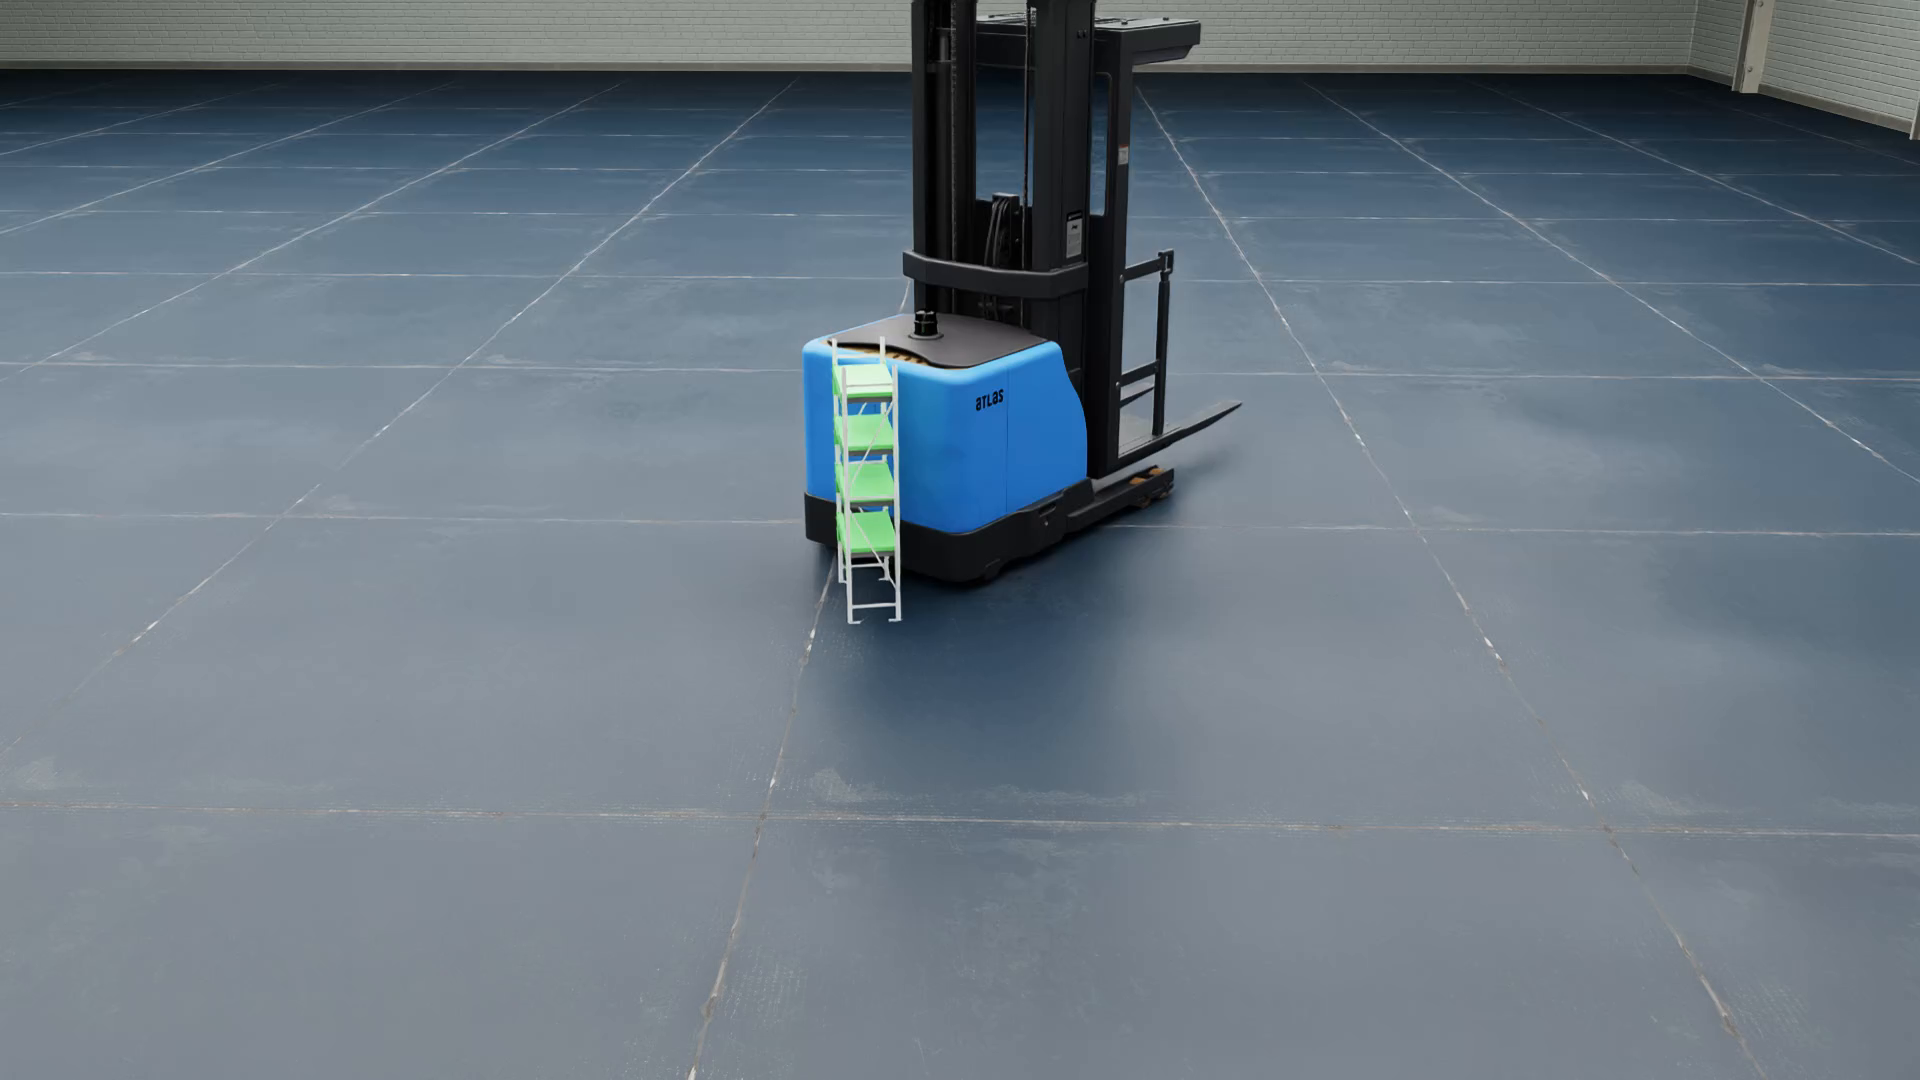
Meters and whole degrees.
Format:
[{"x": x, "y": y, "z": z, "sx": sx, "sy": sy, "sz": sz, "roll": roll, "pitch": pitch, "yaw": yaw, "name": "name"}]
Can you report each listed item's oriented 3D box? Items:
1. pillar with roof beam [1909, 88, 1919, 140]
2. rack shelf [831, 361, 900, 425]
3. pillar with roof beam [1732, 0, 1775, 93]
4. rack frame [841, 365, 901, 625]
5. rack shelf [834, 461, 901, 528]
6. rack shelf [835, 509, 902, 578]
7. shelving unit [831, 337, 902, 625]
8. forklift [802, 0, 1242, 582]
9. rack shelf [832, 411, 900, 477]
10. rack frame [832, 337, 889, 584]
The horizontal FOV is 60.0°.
[{"x": 8.717, "y": -9.611, "z": 20.859, "sx": 9.100, "sy": 9.000, "sz": 0.400, "roll": 1, "pitch": 21, "yaw": 2, "name": "pillar with roof beam"}, {"x": -0.426, "y": -0.660, "z": 7.421, "sx": 0.258, "sy": 0.148, "sz": 0.480, "roll": -3, "pitch": 21, "yaw": -8, "name": "rack shelf"}, {"x": 8.900, "y": -11.780, "z": 26.450, "sx": 9.100, "sy": 9.000, "sz": 0.400, "roll": 1, "pitch": 21, "yaw": 2, "name": "pillar with roof beam"}, {"x": -0.389, "y": -0.185, "z": 7.347, "sx": 0.240, "sy": 1.200, "sz": 0.015, "roll": -3, "pitch": 21, "yaw": -8, "name": "rack frame"}, {"x": -0.426, "y": -0.213, "z": 7.595, "sx": 0.258, "sy": 0.148, "sz": 0.480, "roll": -3, "pitch": 21, "yaw": -8, "name": "rack shelf"}, {"x": -0.426, "y": 0.011, "z": 7.682, "sx": 0.258, "sy": 0.148, "sz": 0.480, "roll": -3, "pitch": 21, "yaw": -8, "name": "rack shelf"}, {"x": -0.426, "y": -0.272, "z": 7.572, "sx": 0.258, "sy": 1.200, "sz": 0.503, "roll": -3, "pitch": 21, "yaw": -8, "name": "shelving unit"}, {"x": 0.519, "y": -1.635, "z": 8.691, "sx": 1.130, "sy": 2.935, "sz": 3.031, "roll": 16, "pitch": 26, "yaw": 35, "name": "forklift"}, {"x": -0.426, "y": -0.436, "z": 7.508, "sx": 0.258, "sy": 0.148, "sz": 0.480, "roll": -3, "pitch": 21, "yaw": -8, "name": "rack shelf"}, {"x": -0.464, "y": -0.359, "z": 7.797, "sx": 0.240, "sy": 1.200, "sz": 0.015, "roll": -3, "pitch": 21, "yaw": -8, "name": "rack frame"}]
